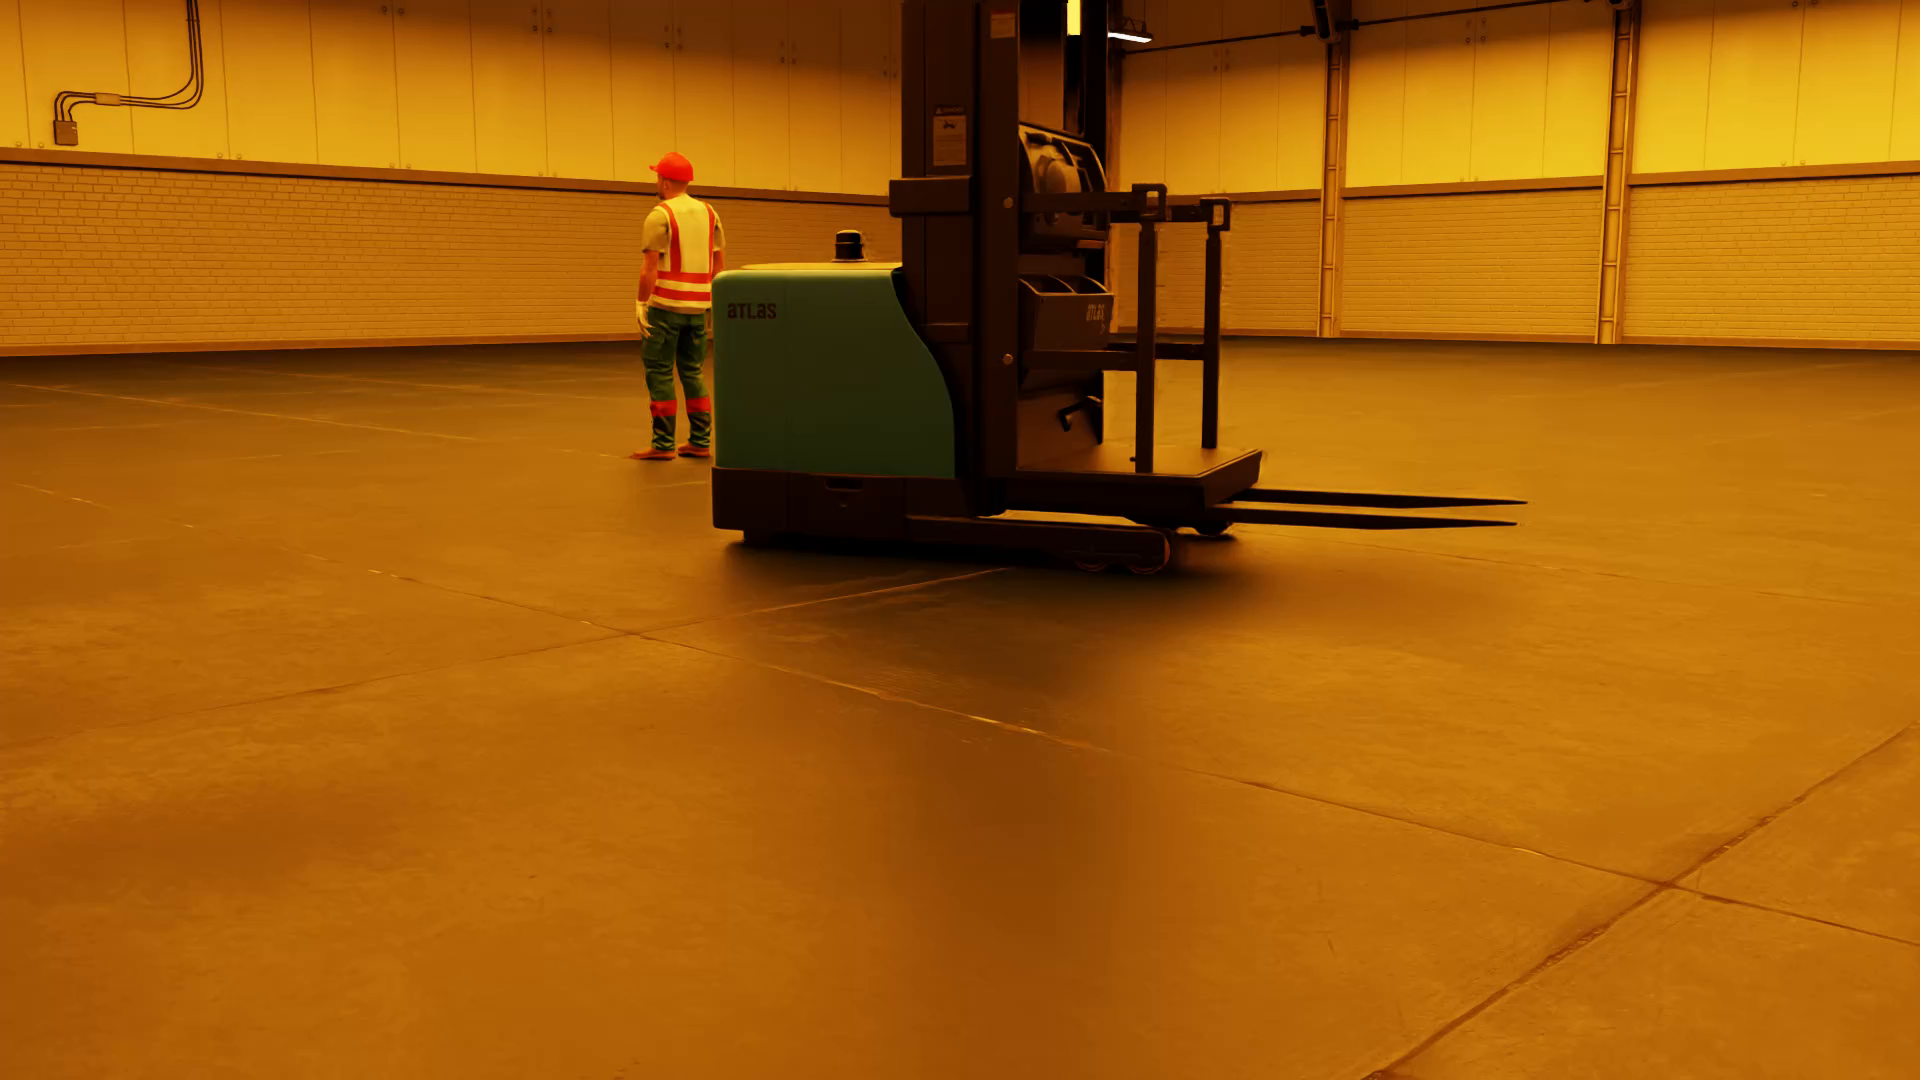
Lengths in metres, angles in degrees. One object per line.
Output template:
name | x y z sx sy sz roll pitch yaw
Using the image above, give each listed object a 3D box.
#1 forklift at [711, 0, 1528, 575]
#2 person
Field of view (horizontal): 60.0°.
forklift | 0.588 -1.414 6.266 3.031 2.935 1.130 3 9 22
person | -1.692 -1.369 9.841 0.478 1.802 0.633 8 11 41
